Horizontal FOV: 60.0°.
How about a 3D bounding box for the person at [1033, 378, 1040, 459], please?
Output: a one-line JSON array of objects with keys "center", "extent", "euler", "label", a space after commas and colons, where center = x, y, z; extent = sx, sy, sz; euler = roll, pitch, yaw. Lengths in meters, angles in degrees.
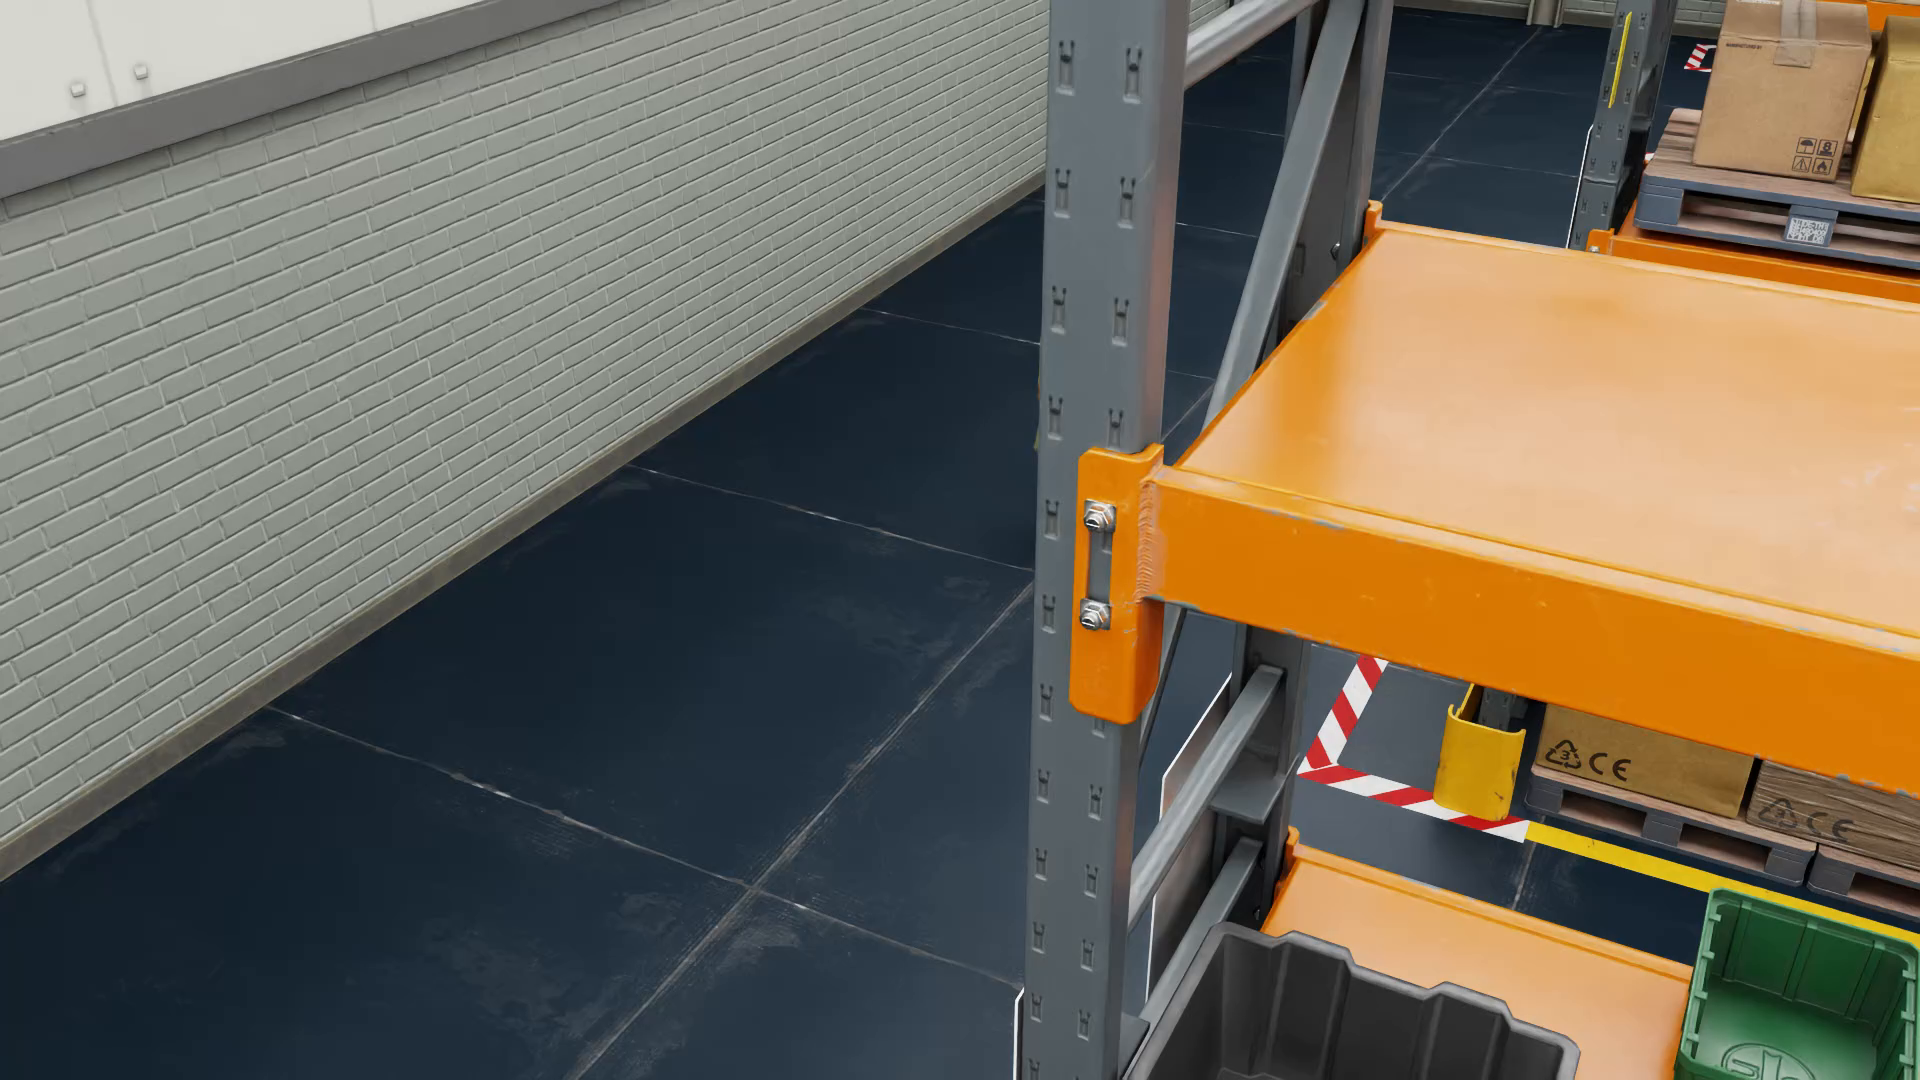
[{"center": [0.651, -0.589, 9.646], "extent": [0.511, 1.335, 0.665], "euler": [15, 33, 23], "label": "person"}]
